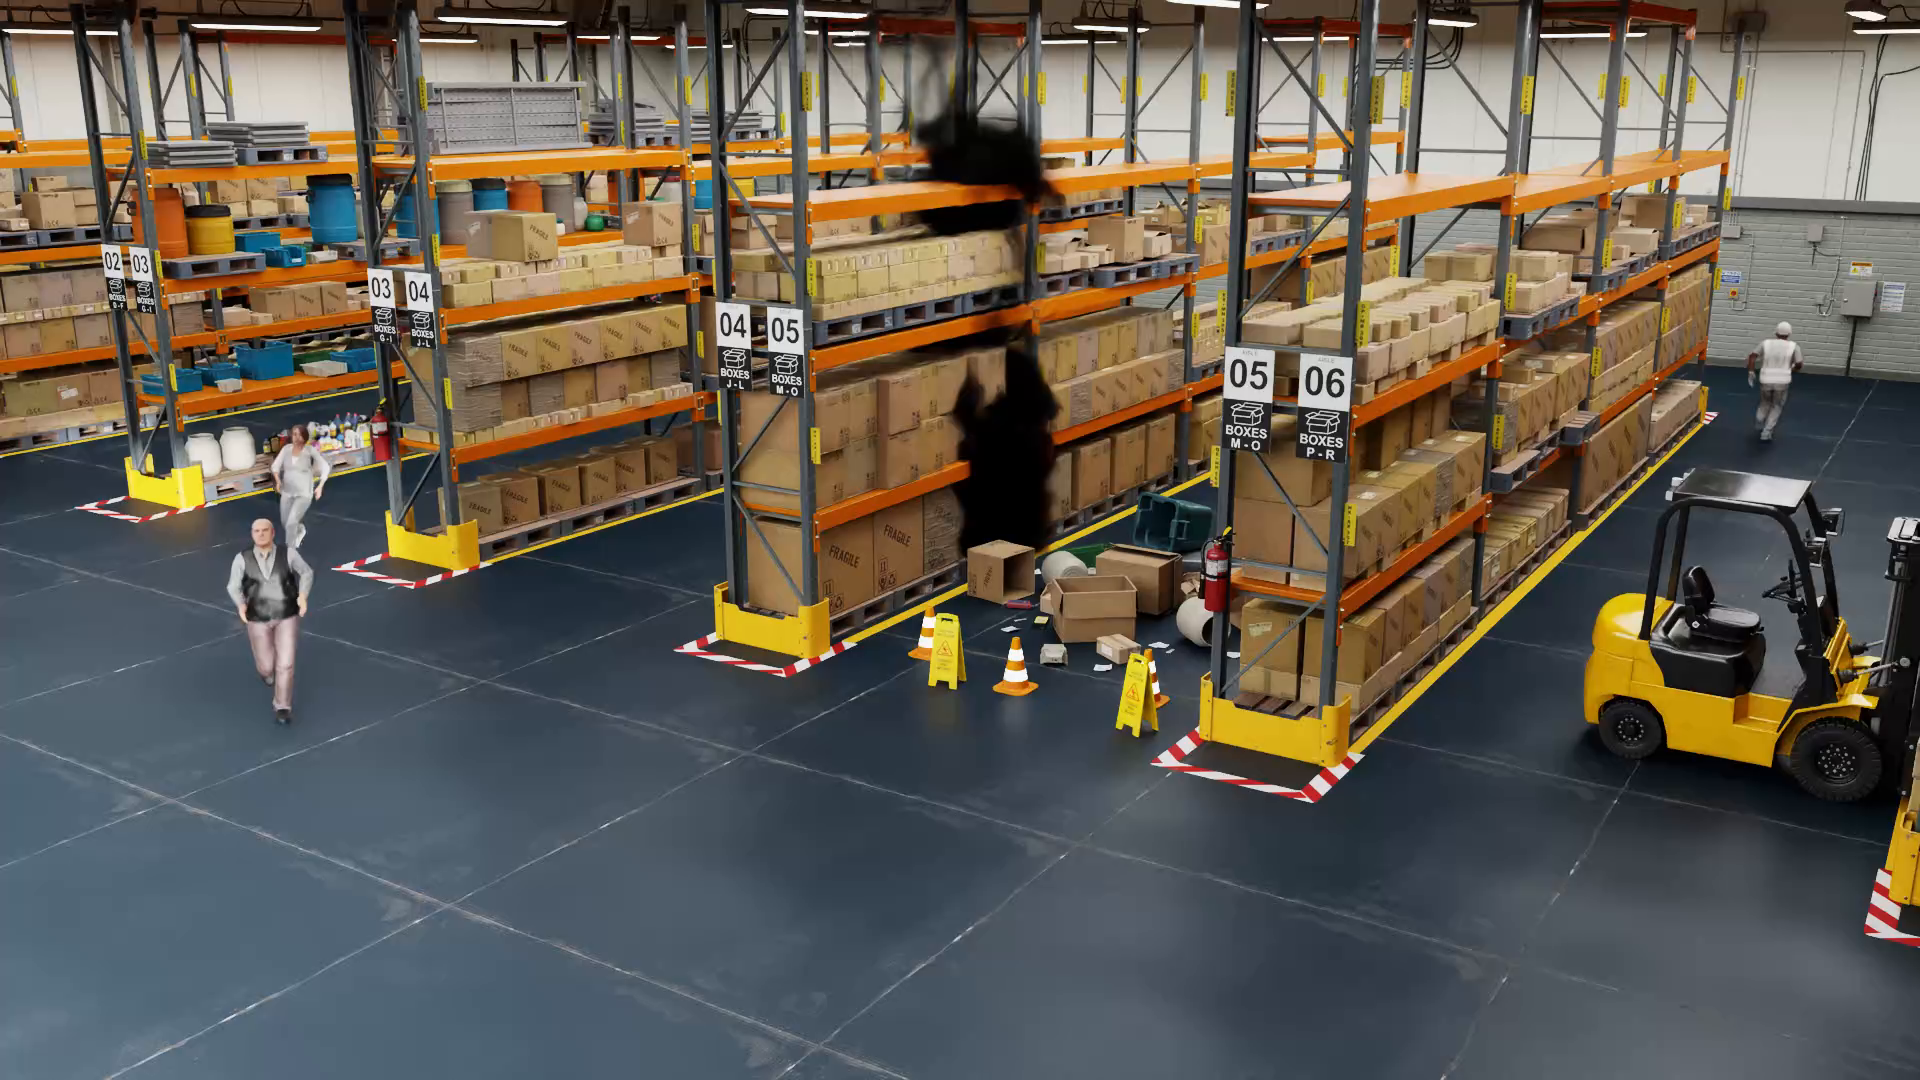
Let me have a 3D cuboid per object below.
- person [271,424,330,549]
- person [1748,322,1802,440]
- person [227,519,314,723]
[{"bbox_3d":[-7.176,-0.492,18.080,0.601,1.551,0.805,0,16,1],"label":"person"},{"bbox_3d":[11.967,-2.345,24.424,0.686,1.725,0.678,12,19,36],"label":"person"},{"bbox_3d":[-5.690,0.649,13.806,0.676,1.690,0.814,-6,17,-20],"label":"person"}]
